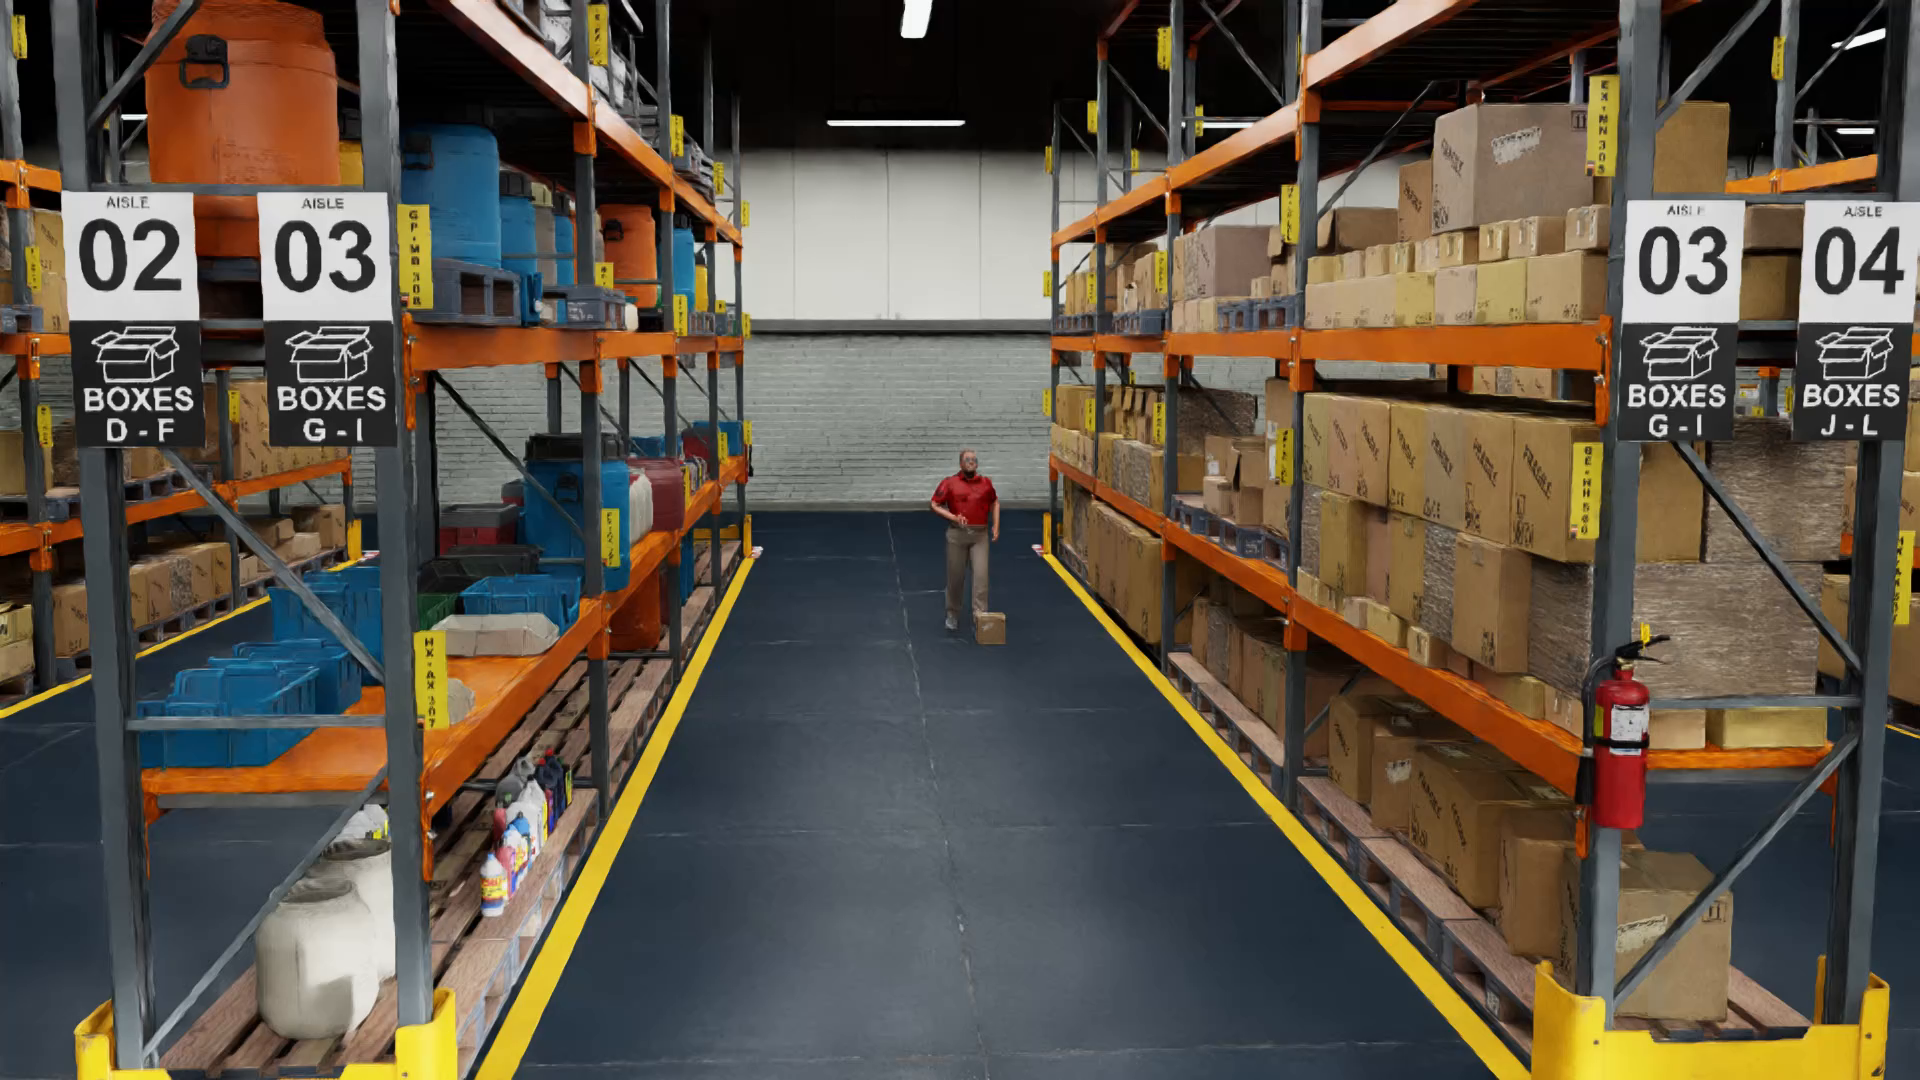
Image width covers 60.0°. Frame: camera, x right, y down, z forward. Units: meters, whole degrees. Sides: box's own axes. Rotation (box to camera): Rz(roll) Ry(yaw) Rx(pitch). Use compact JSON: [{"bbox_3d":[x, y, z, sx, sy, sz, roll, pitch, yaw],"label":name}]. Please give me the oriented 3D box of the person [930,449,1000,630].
[{"bbox_3d":[0.105,0.018,15.674,0.710,1.727,0.750,-2,7,-14],"label":"person"}]
